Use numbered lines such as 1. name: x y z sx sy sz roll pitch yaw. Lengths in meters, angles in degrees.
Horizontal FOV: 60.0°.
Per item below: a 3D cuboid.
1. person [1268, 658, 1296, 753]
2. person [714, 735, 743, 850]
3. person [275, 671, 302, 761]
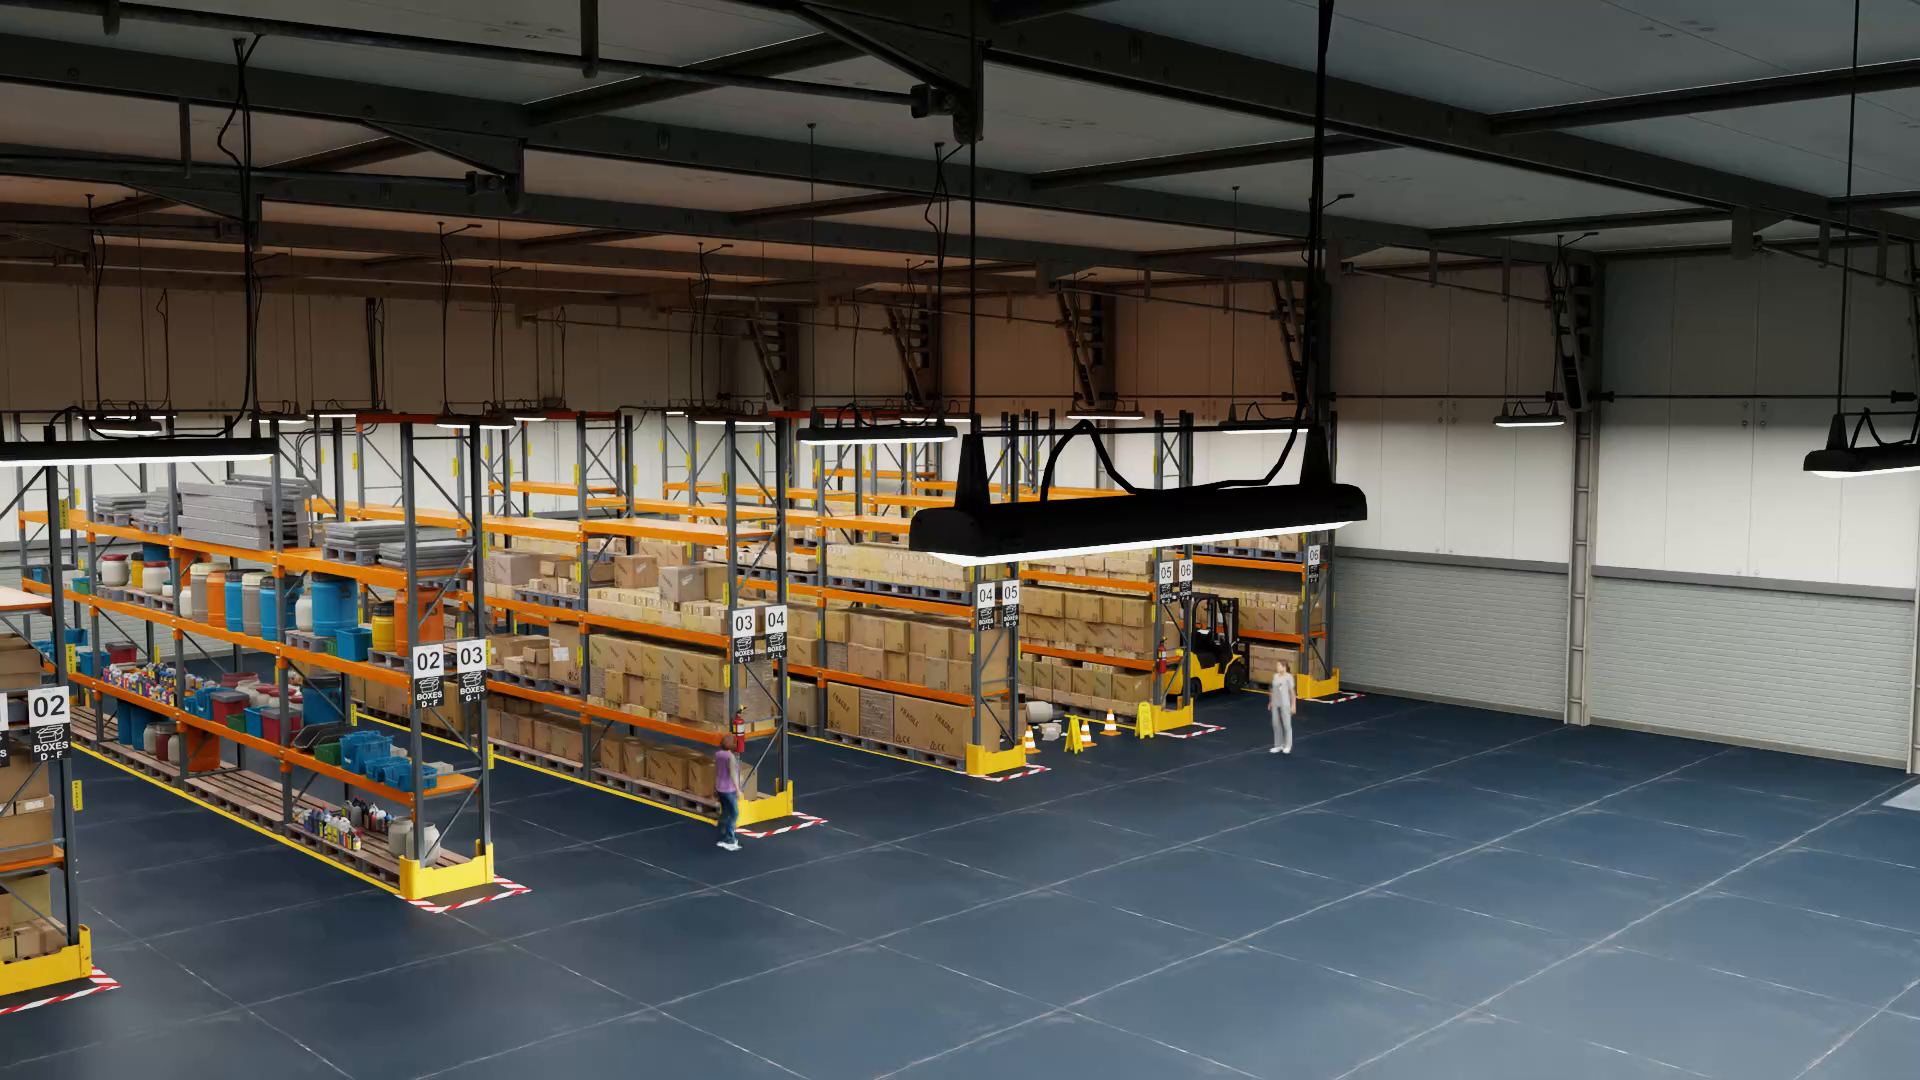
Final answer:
1. person: 5.725 2.948 29.476 0.550 1.708 0.380 4 7 41
2. person: -3.265 3.540 23.355 0.335 1.609 0.478 -2 6 -26
3. person: -11.416 3.039 28.423 0.647 1.639 0.493 4 7 41
